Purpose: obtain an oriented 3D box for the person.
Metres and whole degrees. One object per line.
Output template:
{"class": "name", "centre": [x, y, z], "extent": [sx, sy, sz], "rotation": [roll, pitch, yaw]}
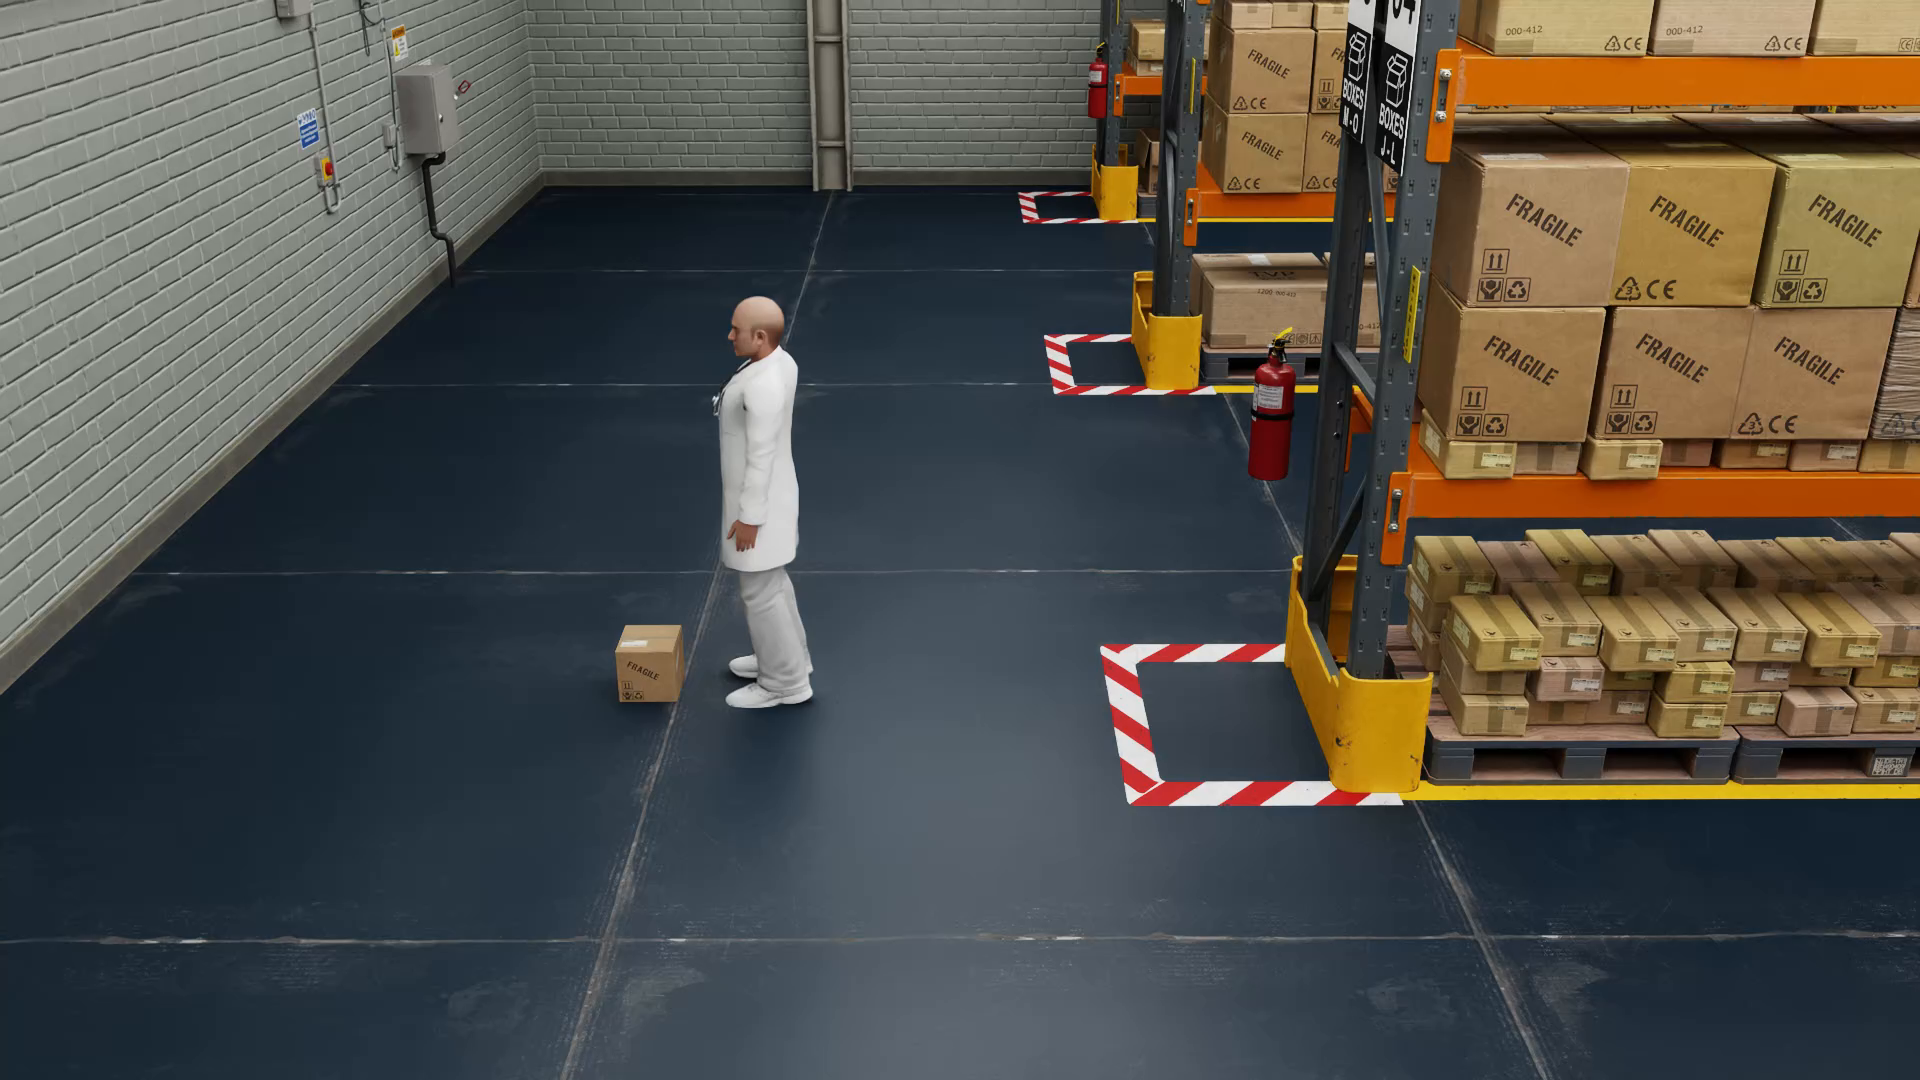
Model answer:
{"class": "person", "centre": [-0.846, -0.145, 6.968], "extent": [0.377, 1.776, 0.562], "rotation": [0, 24, 1]}
